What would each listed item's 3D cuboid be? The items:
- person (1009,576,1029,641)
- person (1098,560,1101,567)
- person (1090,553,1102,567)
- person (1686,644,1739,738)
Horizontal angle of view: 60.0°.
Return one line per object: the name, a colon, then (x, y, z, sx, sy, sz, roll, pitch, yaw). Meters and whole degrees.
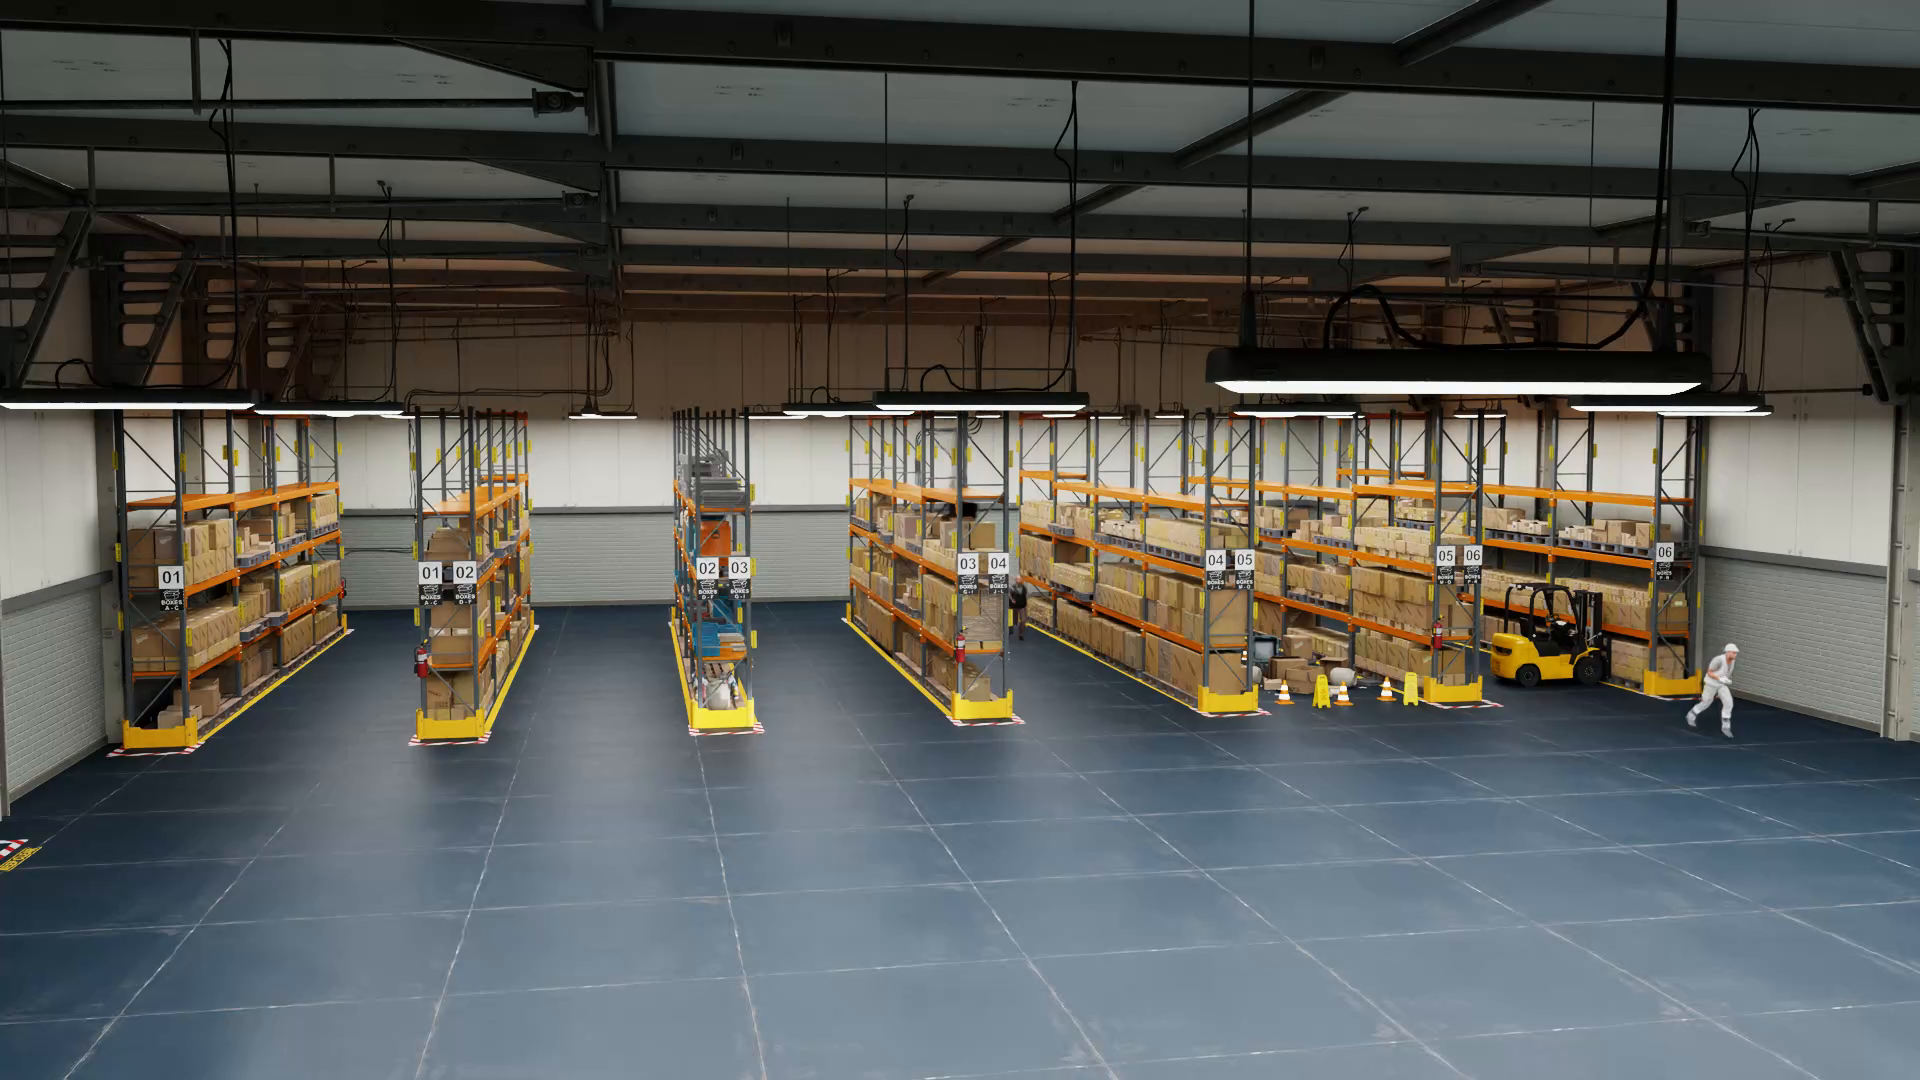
person: (1.514, 1.772, 43.659, 0.650, 1.702, 0.876, -1, 4, -16)
person: (4.061, 1.429, 48.465, 0.591, 1.687, 0.909, -3, 5, -35)
person: (4.080, 1.214, 51.025, 0.607, 1.745, 0.645, -3, 5, -33)
person: (13.850, 2.724, 30.550, 0.704, 1.731, 1.023, -2, 5, -30)
